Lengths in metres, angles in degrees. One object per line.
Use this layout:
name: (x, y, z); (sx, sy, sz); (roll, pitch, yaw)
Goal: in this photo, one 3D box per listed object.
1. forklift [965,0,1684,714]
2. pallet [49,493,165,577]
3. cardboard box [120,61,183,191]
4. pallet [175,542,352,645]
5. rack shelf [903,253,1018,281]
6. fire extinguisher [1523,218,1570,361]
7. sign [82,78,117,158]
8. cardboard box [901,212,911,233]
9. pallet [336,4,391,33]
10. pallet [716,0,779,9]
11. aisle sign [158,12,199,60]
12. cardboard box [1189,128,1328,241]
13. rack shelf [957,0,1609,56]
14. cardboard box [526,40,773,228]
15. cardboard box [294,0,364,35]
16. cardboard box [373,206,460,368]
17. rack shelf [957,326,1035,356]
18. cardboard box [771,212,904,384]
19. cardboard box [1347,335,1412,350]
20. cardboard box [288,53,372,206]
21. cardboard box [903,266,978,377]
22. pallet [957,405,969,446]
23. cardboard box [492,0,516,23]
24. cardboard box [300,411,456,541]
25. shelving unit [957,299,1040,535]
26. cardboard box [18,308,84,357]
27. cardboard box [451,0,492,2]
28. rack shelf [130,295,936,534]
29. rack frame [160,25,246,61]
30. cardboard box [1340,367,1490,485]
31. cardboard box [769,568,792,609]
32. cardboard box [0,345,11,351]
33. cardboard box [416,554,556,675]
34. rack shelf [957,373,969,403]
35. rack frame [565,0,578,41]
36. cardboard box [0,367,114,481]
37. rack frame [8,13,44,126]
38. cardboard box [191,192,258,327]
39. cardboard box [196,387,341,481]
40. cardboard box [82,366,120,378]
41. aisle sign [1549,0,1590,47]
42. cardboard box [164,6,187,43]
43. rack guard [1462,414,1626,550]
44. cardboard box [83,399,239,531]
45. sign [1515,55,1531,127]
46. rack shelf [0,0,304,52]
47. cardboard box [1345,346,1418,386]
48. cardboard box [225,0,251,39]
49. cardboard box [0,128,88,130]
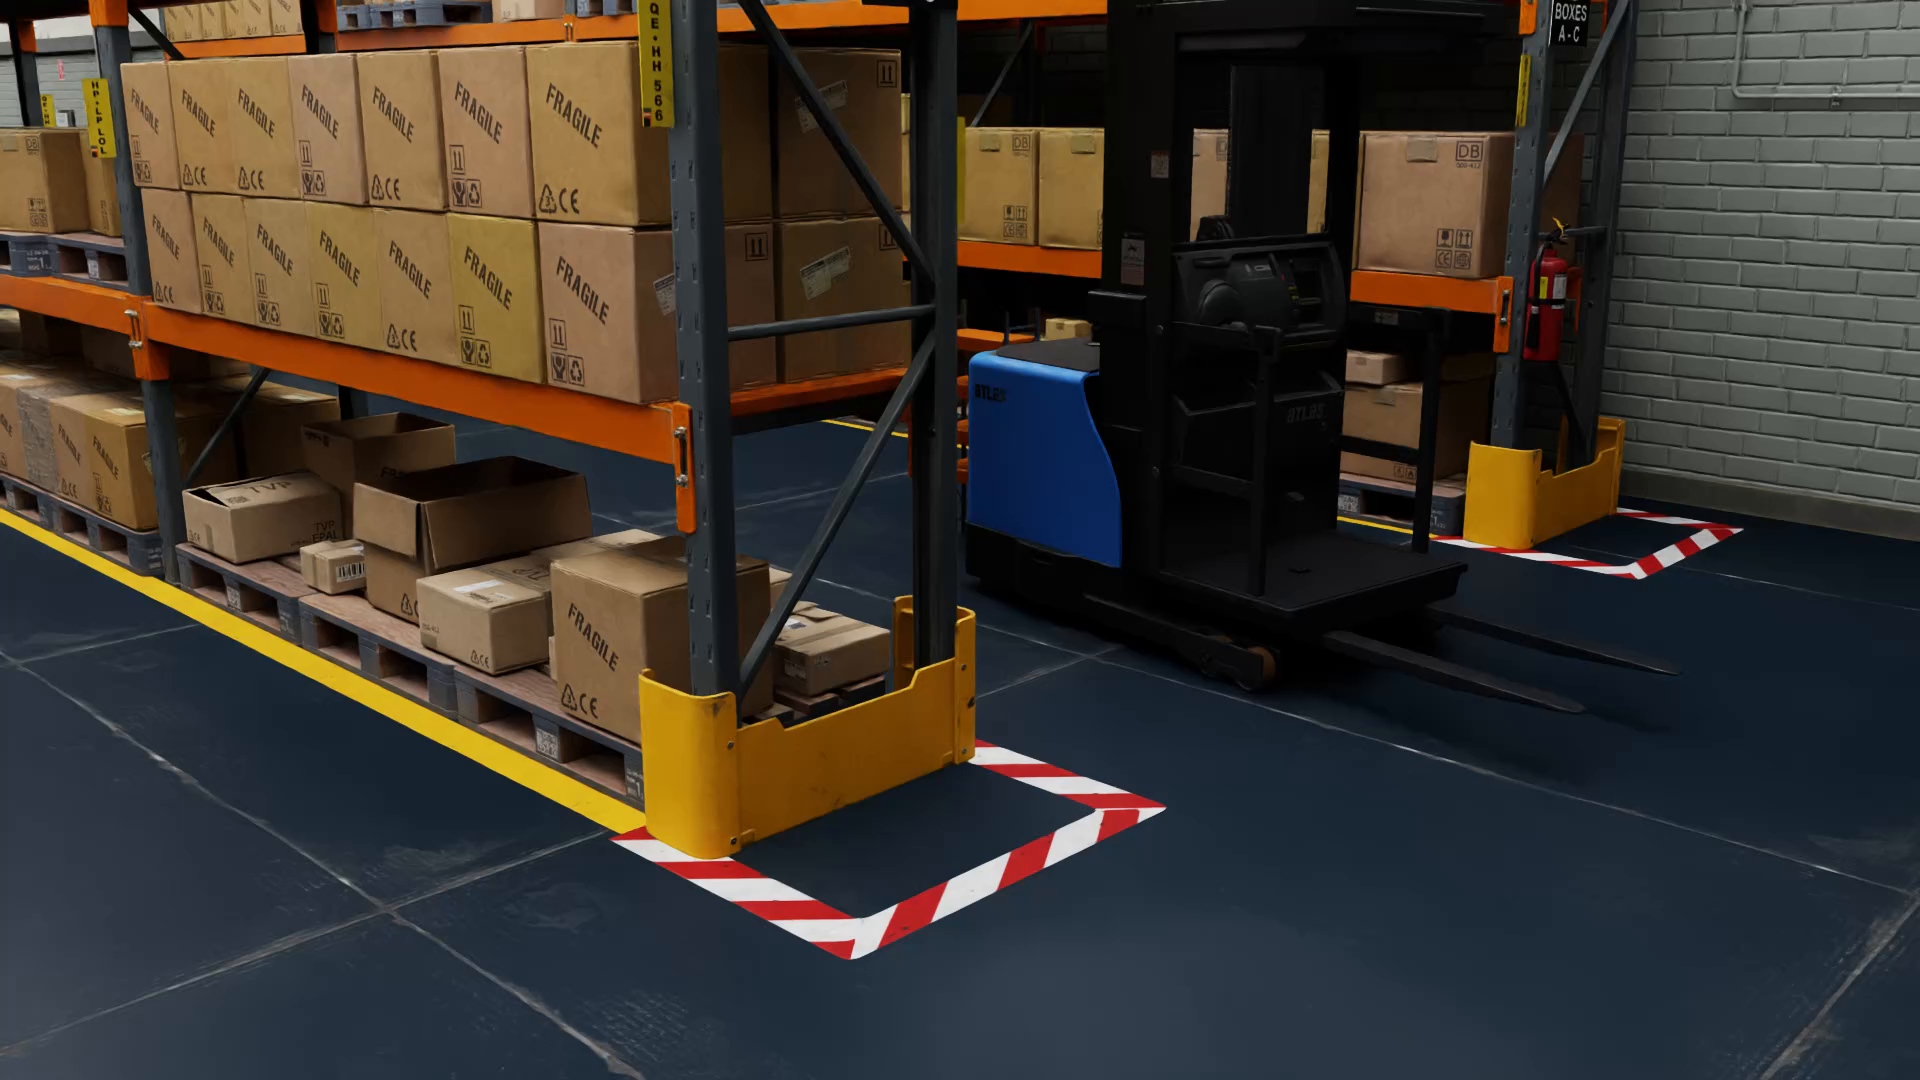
forklift: (1.328, -0.993, 6.431); (1.130, 2.935, 3.031); (-11, 18, -37)
pallet: (-3.888, -0.120, 8.476); (1.213, 0.211, 1.003); (14, 20, 42)
cardboard box: (-3.132, -1.733, 6.953); (0.500, 0.500, 0.500); (-14, 20, -43)
pallet: (-2.782, 0.135, 7.494); (1.213, 0.211, 1.003); (14, 20, 42)
rack shelf: (-1.280, -2.236, 12.492); (4.000, 0.370, 1.077); (14, 20, 42)
fire extinguisher: (2.827, -1.206, 8.005); (0.183, 0.674, 0.296); (14, 20, 42)
sign: (-3.659, -1.793, 7.069); (0.005, 0.325, 0.100); (14, 20, 42)
cardboard box: (-0.280, -2.130, 11.116); (0.250, 0.149, 0.380); (14, 20, 43)
pallet: (-5.229, -4.868, 15.587); (1.003, 0.211, 1.213); (14, 20, 42)
pallet: (-1.412, -3.996, 12.245); (1.003, 0.211, 1.213); (-13, 20, -42)
aisle sign: (-8.739, -5.550, 18.629); (0.004, 0.787, 0.394); (14, 20, 42)
cardboard box: (1.591, -2.027, 9.668); (0.700, 0.700, 0.980); (12, 19, 40)
rack shelf: (1.599, -2.988, 9.427); (4.000, 0.370, 1.077); (14, 20, 42)
cardboard box: (-0.908, -1.195, 4.886); (0.500, 0.500, 0.500); (13, 20, 42)
cardboard box: (-6.136, -5.188, 16.206); (0.500, 0.500, 0.500); (-14, 20, -43)
cardboard box: (-1.639, -0.890, 5.701); (0.500, 0.500, 0.500); (14, 20, 43)
rack shelf: (0.119, -0.932, 8.071); (0.480, 0.148, 0.258); (14, 20, 42)
cardboard box: (-0.533, -0.808, 5.387); (0.500, 0.500, 0.500); (-14, 20, -43)
cardboard box: (2.329, -1.049, 9.347); (0.250, 0.149, 0.380); (14, 20, 42)
cardboard box: (-2.018, -1.463, 5.915); (0.500, 0.500, 0.500); (-14, 20, -42)
cardboard box: (-0.398, -1.487, 11.622); (0.750, 0.750, 0.750); (14, 20, 43)
pallet: (0.653, -0.737, 10.844); (1.213, 0.211, 1.003); (14, 20, 42)
cardboard box: (-3.589, -4.689, 14.286); (0.797, 0.503, 0.637); (-11, 18, -37)
cardboard box: (-2.669, -0.289, 7.679); (0.500, 0.500, 0.500); (14, 20, 42)
shelving unit: (0.119, -0.552, 8.170); (0.503, 1.200, 0.258); (14, 20, 42)
cardboard box: (-5.276, -1.270, 9.956); (0.500, 0.250, 0.500); (-14, 20, -42)
cardboard box: (-4.373, -5.011, 14.736); (0.500, 0.500, 0.500); (13, 19, 40)
rack shelf: (-1.836, -0.636, 6.352); (4.000, 0.370, 1.077); (14, 20, 42)
rack frame: (-8.479, -4.334, 19.118); (0.127, 3.000, 1.000); (14, 20, 42)
cardboard box: (2.466, -0.632, 9.034); (0.500, 0.500, 0.700); (14, 20, 42)
cardboard box: (-0.951, 0.249, 6.107); (0.500, 0.250, 0.500); (14, 20, 42)
cardboard box: (-6.026, -0.906, 10.046); (0.500, 0.500, 0.500); (-13, 20, -42)
cardboard box: (-1.622, 0.261, 6.061); (0.500, 0.250, 0.500); (14, 20, 42)
rack shelf: (0.119, -0.703, 8.130); (0.480, 0.148, 0.258); (14, 20, 42)
rack frame: (-2.720, -2.934, 13.744); (0.127, 3.000, 1.000); (14, 20, 42)
cardboard box: (-4.909, -0.636, 9.011); (0.500, 0.500, 0.500); (13, 19, 40)
rack frame: (-6.155, -2.034, 10.291); (0.127, 3.000, 1.000); (14, 20, 42)
cardboard box: (-2.727, -1.155, 6.718); (0.500, 0.500, 0.500); (14, 20, 43)
cardboard box: (-3.455, -0.467, 8.359); (0.500, 0.500, 0.500); (13, 19, 40)
cardboard box: (-4.565, -0.735, 9.390); (0.500, 0.500, 0.500); (13, 19, 40)
aisle sign: (2.883, -2.725, 7.786); (0.004, 0.787, 0.394); (14, 20, 42)
cardboard box: (-8.412, -5.740, 18.325); (0.500, 0.500, 0.500); (-14, 20, -43)
rack guard: (3.056, -0.320, 8.670); (0.348, 0.500, 1.175); (14, 20, 42)
cardboard box: (-3.830, -0.372, 7.996); (0.500, 0.500, 0.500); (14, 20, 42)
sign: (2.653, -2.113, 7.826); (0.005, 0.325, 0.100); (14, 20, 42)
rack shelf: (-4.716, -2.788, 8.660); (4.000, 0.370, 1.077); (14, 20, 42)
cardboard box: (2.247, -0.935, 8.911); (0.250, 0.149, 0.380); (13, 20, 42)
cardboard box: (-7.273, -5.459, 17.249); (0.500, 0.500, 0.500); (-13, 19, -41)
cardboard box: (-5.098, -2.002, 9.134); (0.700, 0.500, 0.500); (-10, 18, -34)
